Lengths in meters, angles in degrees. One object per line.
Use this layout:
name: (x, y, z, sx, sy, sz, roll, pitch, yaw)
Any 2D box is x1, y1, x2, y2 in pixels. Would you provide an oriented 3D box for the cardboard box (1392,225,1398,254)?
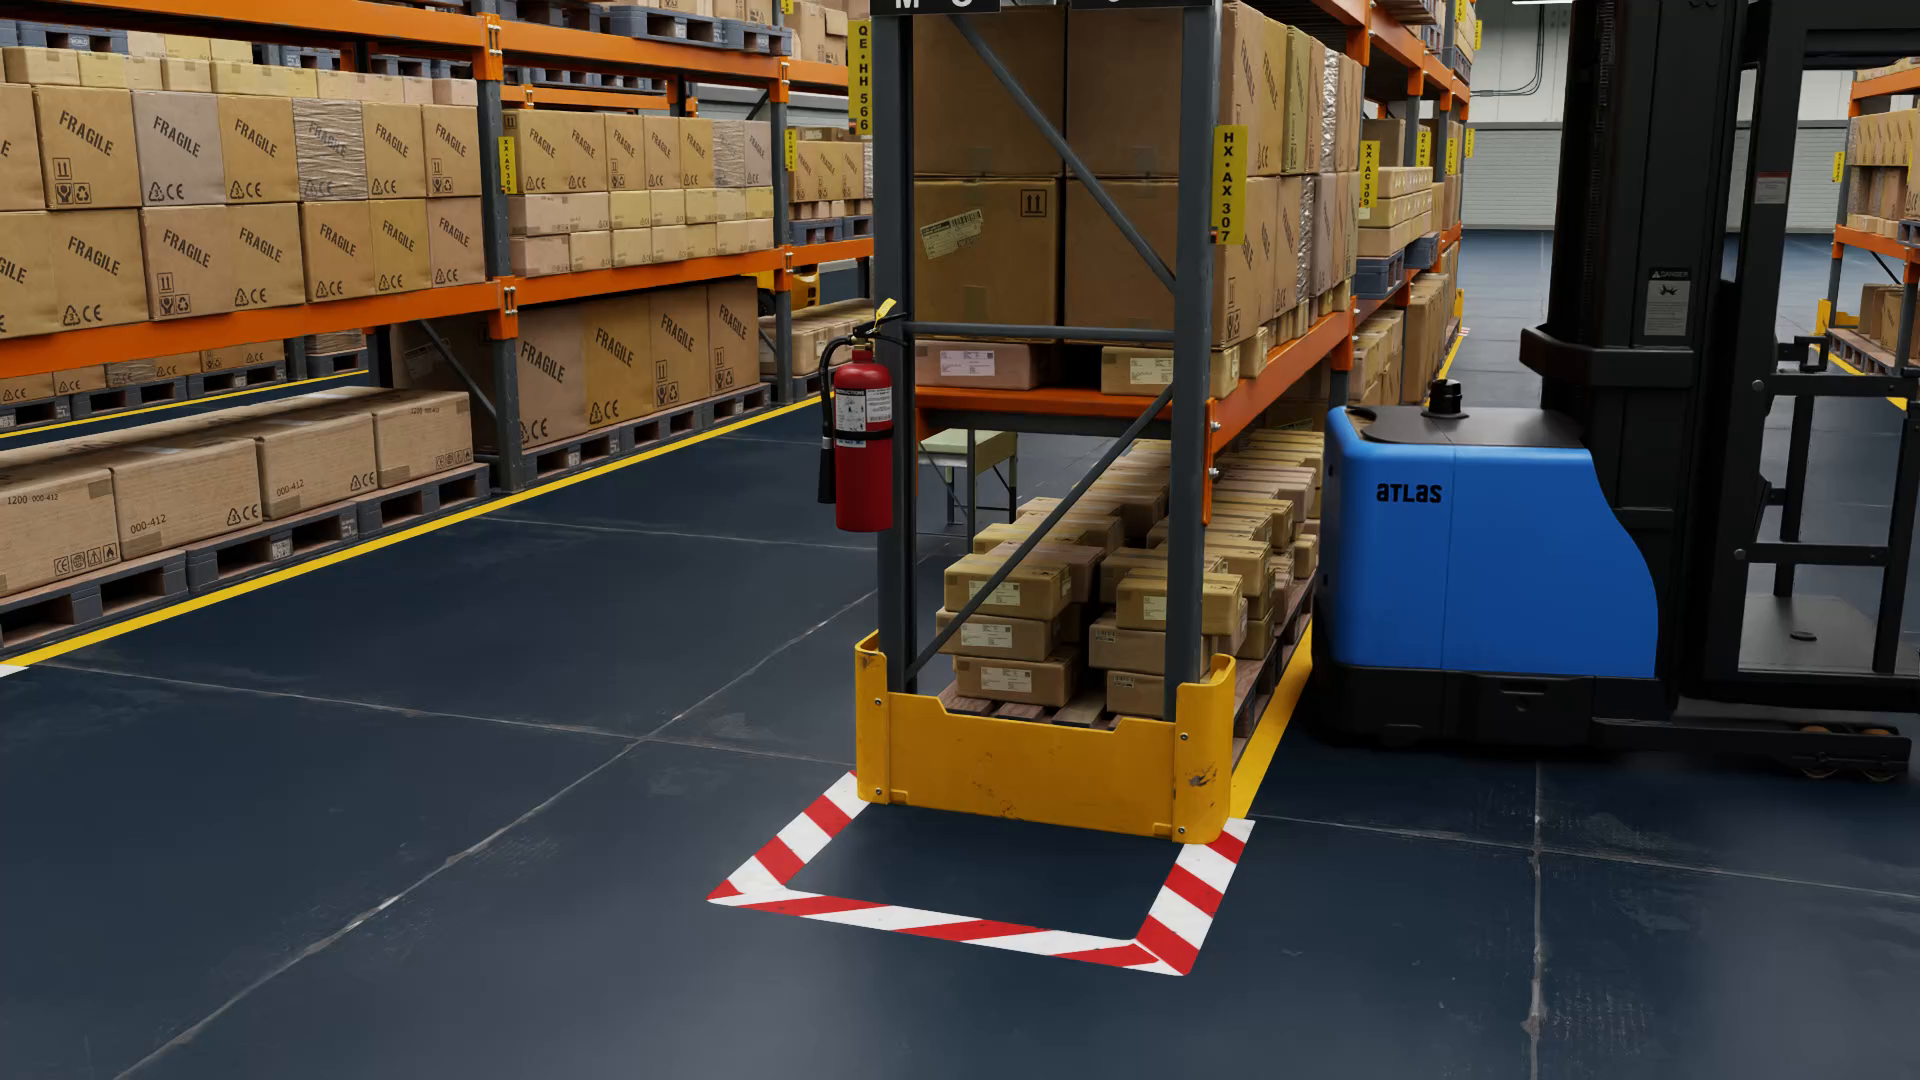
cardboard box: (2.175, -1.640, 9.053, 0.380, 0.149, 0.250, 5, 14, 19)

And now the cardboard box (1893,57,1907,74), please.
cardboard box: (9.017, -4.476, 15.454, 0.500, 0.250, 0.500, 4, 14, 18)

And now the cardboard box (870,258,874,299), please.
cardboard box: (-0.662, -2.842, 18.250, 0.500, 0.500, 0.500, 4, 14, 18)

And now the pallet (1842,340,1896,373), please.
pallet: (9.354, -1.797, 16.388, 1.003, 0.211, 1.213, 4, 14, 18)

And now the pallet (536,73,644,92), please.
pallet: (-4.650, -5.682, 20.599, 1.003, 0.211, 1.213, 4, 14, 18)

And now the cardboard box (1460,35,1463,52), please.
cardboard box: (4.802, -4.939, 16.541, 0.380, 0.149, 0.250, 4, 13, 18)

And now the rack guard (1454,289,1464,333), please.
rack guard: (5.419, -2.762, 19.966, 1.175, 0.500, 0.348, 4, 14, 18)

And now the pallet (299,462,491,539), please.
pallet: (-3.508, -0.270, 9.697, 1.003, 0.211, 1.213, 4, 14, 18)

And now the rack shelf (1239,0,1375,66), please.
rack shelf: (0.881, -2.140, 6.497, 1.077, 0.370, 4.000, 4, 14, 18)

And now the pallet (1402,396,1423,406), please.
pallet: (3.149, -1.092, 13.299, 1.003, 0.211, 1.213, 4, 14, 18)

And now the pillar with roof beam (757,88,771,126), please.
pillar with roof beam: (0.933, -8.464, 25.847, 9.100, 9.000, 0.400, 4, 14, 18)

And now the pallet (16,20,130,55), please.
pallet: (-7.276, -3.862, 12.851, 1.213, 0.211, 1.003, 4, 14, 18)

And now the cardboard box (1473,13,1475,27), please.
cardboard box: (5.541, -5.810, 18.565, 0.380, 0.149, 0.250, 4, 14, 19)

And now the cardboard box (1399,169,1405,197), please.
cardboard box: (2.261, -1.984, 9.224, 0.380, 0.149, 0.250, 4, 14, 19)

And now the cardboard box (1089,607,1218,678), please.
cardboard box: (0.647, 0.341, 5.545, 0.380, 0.149, 0.250, 5, 14, 21)

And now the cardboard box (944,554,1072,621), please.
cardboard box: (0.166, 0.159, 5.678, 0.380, 0.149, 0.250, 5, 14, 19)

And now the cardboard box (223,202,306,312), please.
cardboard box: (-3.590, -1.392, 8.121, 0.500, 0.500, 0.500, 5, 14, 20)

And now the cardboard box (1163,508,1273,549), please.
cardboard box: (1.004, -0.024, 6.478, 0.380, 0.149, 0.250, 5, 14, 21)

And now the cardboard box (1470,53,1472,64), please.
cardboard box: (5.542, -5.422, 18.656, 0.380, 0.149, 0.250, 4, 14, 19)

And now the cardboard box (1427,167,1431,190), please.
cardboard box: (3.014, -2.475, 11.373, 0.380, 0.149, 0.250, 4, 14, 18)

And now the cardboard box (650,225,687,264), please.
cardboard box: (-2.278, -2.105, 11.807, 0.500, 0.250, 0.500, 4, 13, 17)

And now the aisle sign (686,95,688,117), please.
aisle sign: (-3.704, -5.927, 22.375, 0.394, 0.787, 0.004, 4, 14, 18)

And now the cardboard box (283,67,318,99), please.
cardboard box: (-3.460, -2.284, 8.325, 0.380, 0.149, 0.250, 4, 13, 17)

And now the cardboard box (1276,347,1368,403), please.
cardboard box: (2.018, -0.937, 9.342, 0.500, 0.250, 0.500, 4, 13, 16)

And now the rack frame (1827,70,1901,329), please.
rack frame: (10.072, -3.597, 18.008, 1.000, 3.000, 0.127, 4, 14, 18)

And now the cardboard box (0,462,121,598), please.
cardboard box: (-4.363, -0.044, 7.253, 0.875, 0.438, 0.875, 4, 13, 16)

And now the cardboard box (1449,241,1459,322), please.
cardboard box: (5.254, -2.997, 19.209, 0.875, 0.875, 0.875, 4, 14, 19)

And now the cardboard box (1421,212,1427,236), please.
cardboard box: (2.933, -2.130, 11.201, 0.380, 0.149, 0.250, 5, 14, 19)

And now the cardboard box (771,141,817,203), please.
cardboard box: (-1.529, -3.103, 14.005, 0.500, 0.500, 0.500, 4, 13, 17)

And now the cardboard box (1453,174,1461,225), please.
cardboard box: (5.177, -3.850, 18.778, 0.875, 0.550, 0.550, 4, 14, 18)

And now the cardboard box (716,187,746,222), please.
cardboard box: (-1.972, -2.568, 12.714, 0.500, 0.250, 0.500, 4, 13, 17)

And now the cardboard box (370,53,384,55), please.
cardboard box: (-5.975, -5.039, 16.939, 0.380, 0.166, 0.250, 4, 14, 18)

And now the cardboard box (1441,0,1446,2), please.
cardboard box: (4.556, -5.168, 15.752, 0.380, 0.149, 0.250, 4, 14, 19)

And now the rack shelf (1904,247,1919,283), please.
rack shelf: (8.130, -1.983, 12.553, 1.077, 0.370, 4.000, 4, 14, 18)

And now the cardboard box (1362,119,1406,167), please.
cardboard box: (2.977, -2.921, 12.574, 0.700, 0.500, 0.500, 4, 14, 18)

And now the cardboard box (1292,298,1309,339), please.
cardboard box: (1.220, -0.915, 6.821, 0.380, 0.149, 0.250, 5, 14, 20)

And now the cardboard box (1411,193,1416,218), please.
cardboard box: (2.595, -2.056, 10.206, 0.380, 0.149, 0.250, 4, 13, 17)

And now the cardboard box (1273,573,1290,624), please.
cardboard box: (1.129, 0.225, 6.726, 0.380, 0.149, 0.250, 4, 13, 16)

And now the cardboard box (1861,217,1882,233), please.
cardboard box: (9.177, -3.123, 16.495, 0.380, 0.149, 0.250, 4, 14, 18)

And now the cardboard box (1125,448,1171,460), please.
cardboard box: (0.978, -0.329, 7.816, 0.380, 0.149, 0.250, 4, 13, 17)

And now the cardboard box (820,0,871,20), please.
cardboard box: (-0.976, -4.959, 15.501, 0.500, 0.250, 0.500, 5, 14, 19)

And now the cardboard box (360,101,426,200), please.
cardboard box: (-3.251, -2.095, 8.954, 0.500, 0.500, 0.500, 4, 13, 18)

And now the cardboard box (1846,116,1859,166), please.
cardboard box: (9.636, -4.182, 17.431, 0.500, 0.500, 0.500, 4, 14, 18)

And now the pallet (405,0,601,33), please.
pallet: (-2.938, -3.350, 10.613, 0.805, 0.209, 1.217, 4, 13, 16)

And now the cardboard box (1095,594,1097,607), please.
cardboard box: (0.301, 0.192, 6.200, 0.380, 0.149, 0.250, 4, 13, 16)

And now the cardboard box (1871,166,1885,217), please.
cardboard box: (9.617, -3.461, 16.518, 0.875, 0.500, 0.500, 4, 14, 18)

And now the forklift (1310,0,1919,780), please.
forklift: (2.842, -0.760, 5.732, 3.031, 2.935, 1.130, 2, 13, 8)

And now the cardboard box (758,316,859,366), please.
cardboard box: (-1.470, -1.824, 15.201, 0.950, 0.372, 0.625, 4, 13, 17)

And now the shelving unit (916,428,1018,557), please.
shelving unit: (0.002, -0.733, 8.827, 0.431, 1.500, 0.755, 4, 14, 18)

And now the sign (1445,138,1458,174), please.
sign: (4.633, -3.622, 15.693, 0.100, 0.325, 0.005, 4, 14, 18)

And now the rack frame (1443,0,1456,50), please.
rack frame: (4.117, -6.058, 15.308, 1.000, 3.000, 0.127, 4, 14, 18)

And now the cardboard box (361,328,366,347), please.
cardboard box: (-6.173, -2.298, 16.710, 0.875, 0.625, 0.625, 5, 14, 20)

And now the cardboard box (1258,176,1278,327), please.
cardboard box: (0.790, -0.990, 5.690, 0.500, 0.500, 0.500, 4, 14, 19)

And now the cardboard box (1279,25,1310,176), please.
cardboard box: (0.977, -1.578, 6.021, 0.500, 0.500, 0.500, 4, 13, 17)
